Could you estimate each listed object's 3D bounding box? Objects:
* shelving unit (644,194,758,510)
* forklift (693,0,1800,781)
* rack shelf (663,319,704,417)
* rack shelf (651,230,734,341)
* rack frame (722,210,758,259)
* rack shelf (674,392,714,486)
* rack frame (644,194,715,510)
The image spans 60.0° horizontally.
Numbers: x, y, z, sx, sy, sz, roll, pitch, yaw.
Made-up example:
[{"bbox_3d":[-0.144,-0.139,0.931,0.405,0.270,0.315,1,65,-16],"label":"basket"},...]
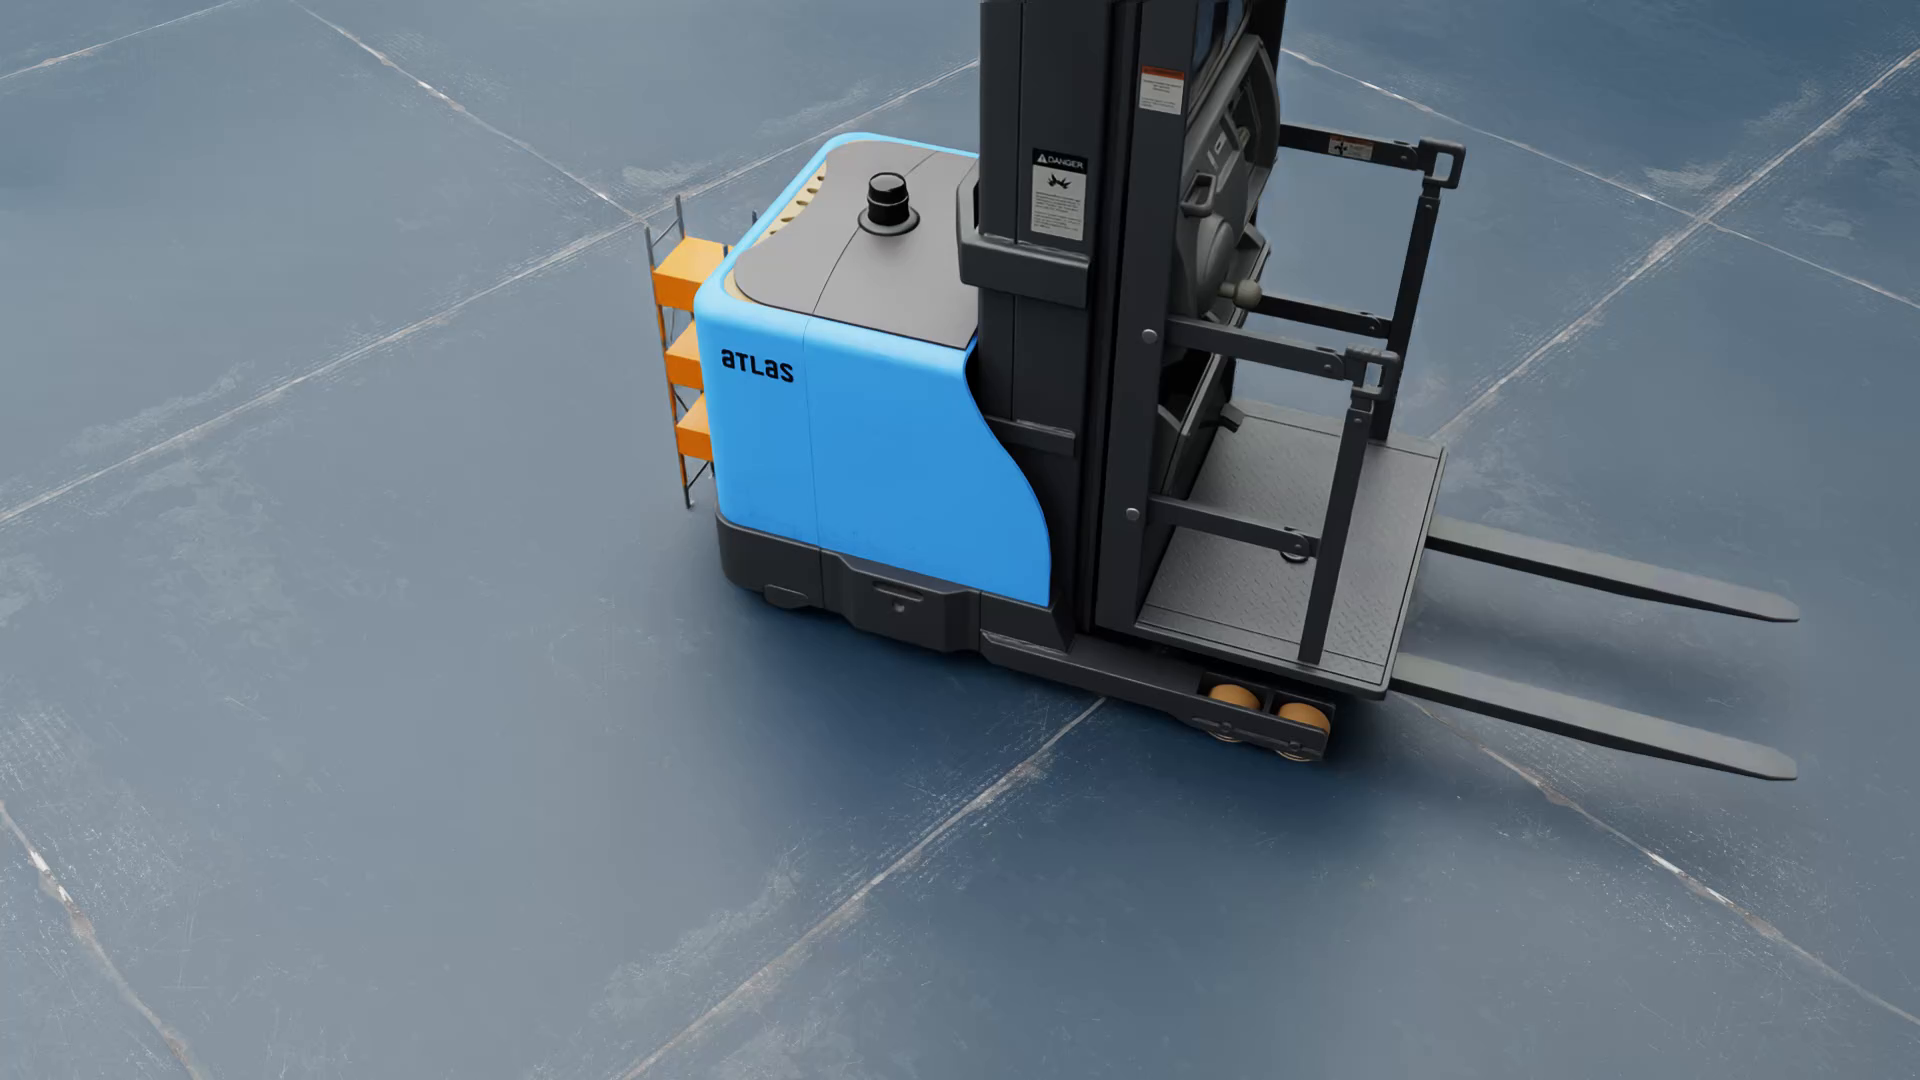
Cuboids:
[{"bbox_3d":[-0.730,-0.517,5.035,0.252,1.050,0.215,14,45,15],"label":"shelving unit"},{"bbox_3d":[0.848,-0.876,4.039,3.031,2.935,1.130,14,45,15],"label":"forklift"},{"bbox_3d":[-0.730,-0.509,5.043,0.240,0.259,0.215,14,45,15],"label":"rack shelf"},{"bbox_3d":[-0.730,-0.717,4.850,0.240,0.259,0.215,14,45,15],"label":"rack shelf"},{"bbox_3d":[-0.616,-0.487,5.004,0.008,1.050,0.200,14,45,15],"label":"rack frame"},{"bbox_3d":[-0.730,-0.305,5.231,0.240,0.259,0.215,14,45,15],"label":"rack shelf"},{"bbox_3d":[-0.844,-0.546,5.067,0.008,1.050,0.200,14,45,15],"label":"rack frame"}]
